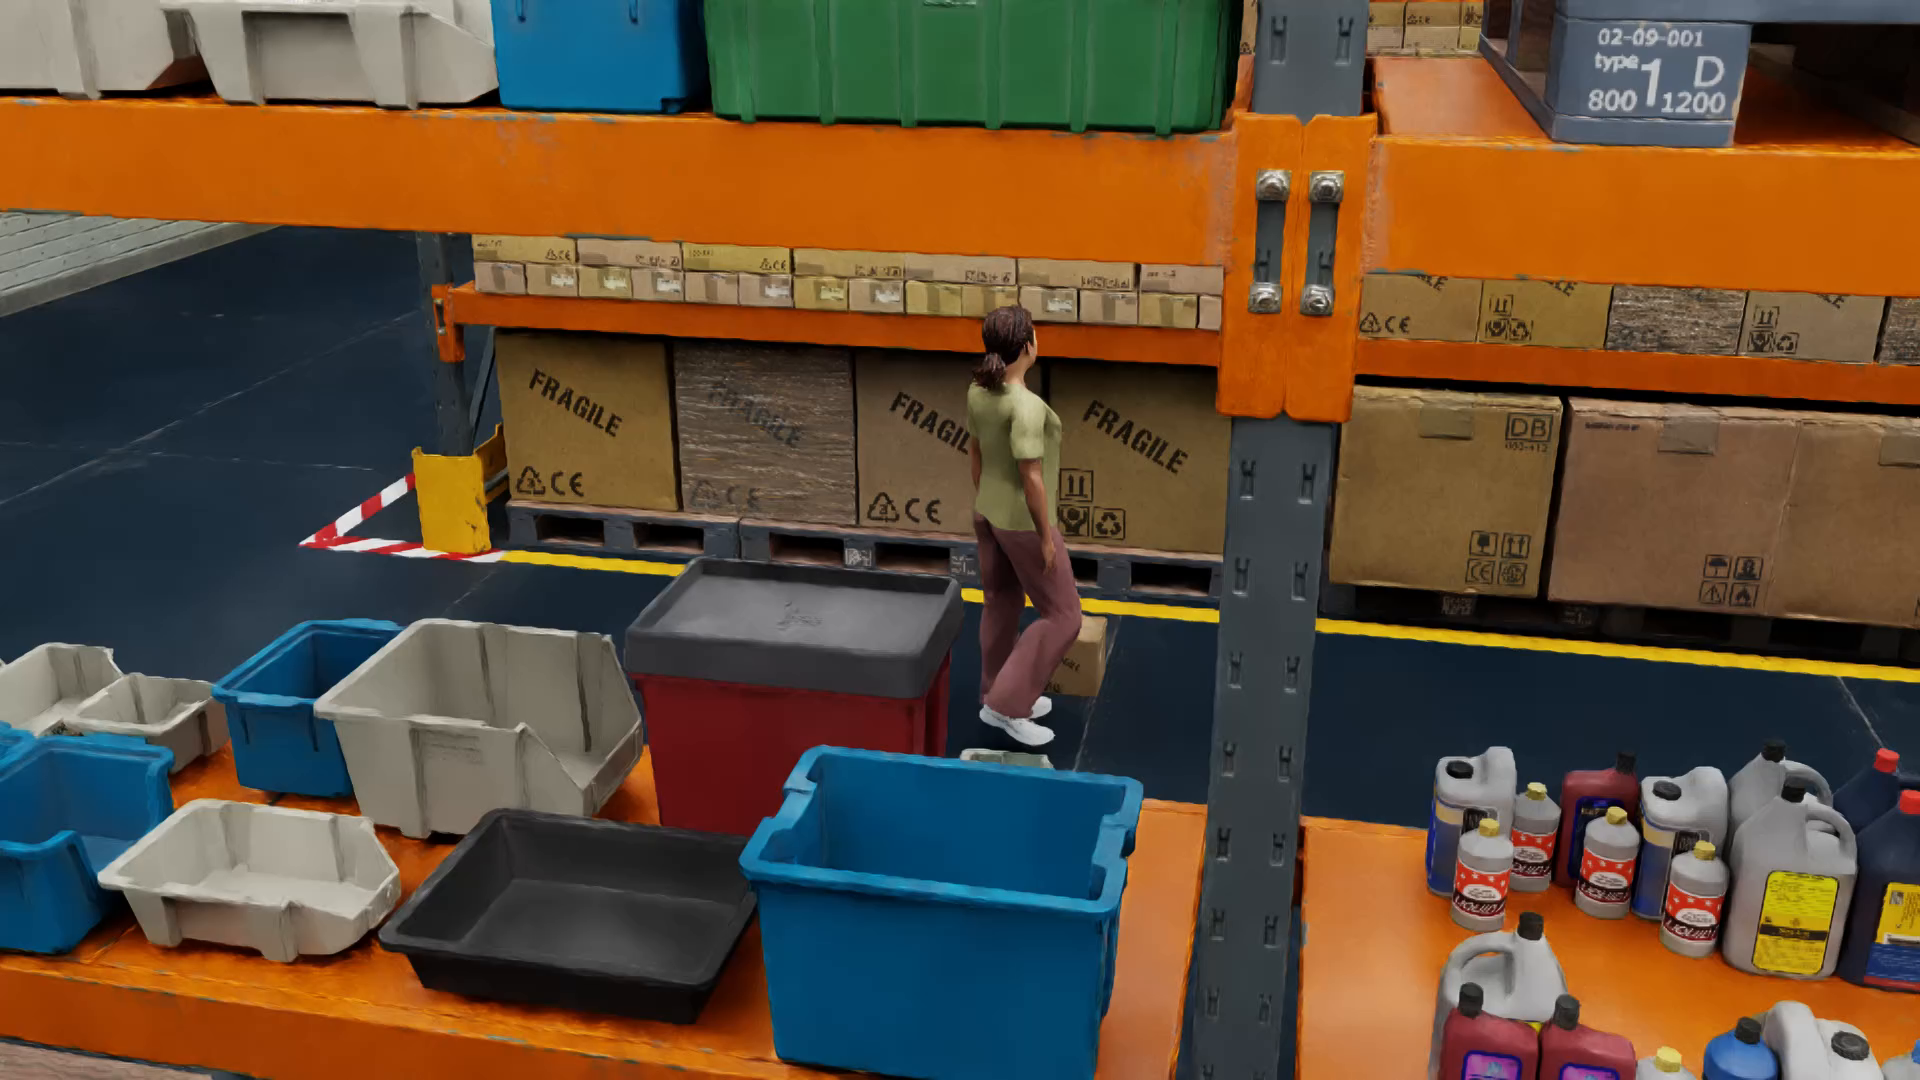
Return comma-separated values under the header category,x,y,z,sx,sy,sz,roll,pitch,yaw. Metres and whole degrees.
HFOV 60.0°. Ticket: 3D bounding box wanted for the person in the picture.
category,x,y,z,sx,sy,sz,roll,pitch,yaw
person,0.228,-0.043,6.167,0.396,1.677,0.525,-10,24,-25
